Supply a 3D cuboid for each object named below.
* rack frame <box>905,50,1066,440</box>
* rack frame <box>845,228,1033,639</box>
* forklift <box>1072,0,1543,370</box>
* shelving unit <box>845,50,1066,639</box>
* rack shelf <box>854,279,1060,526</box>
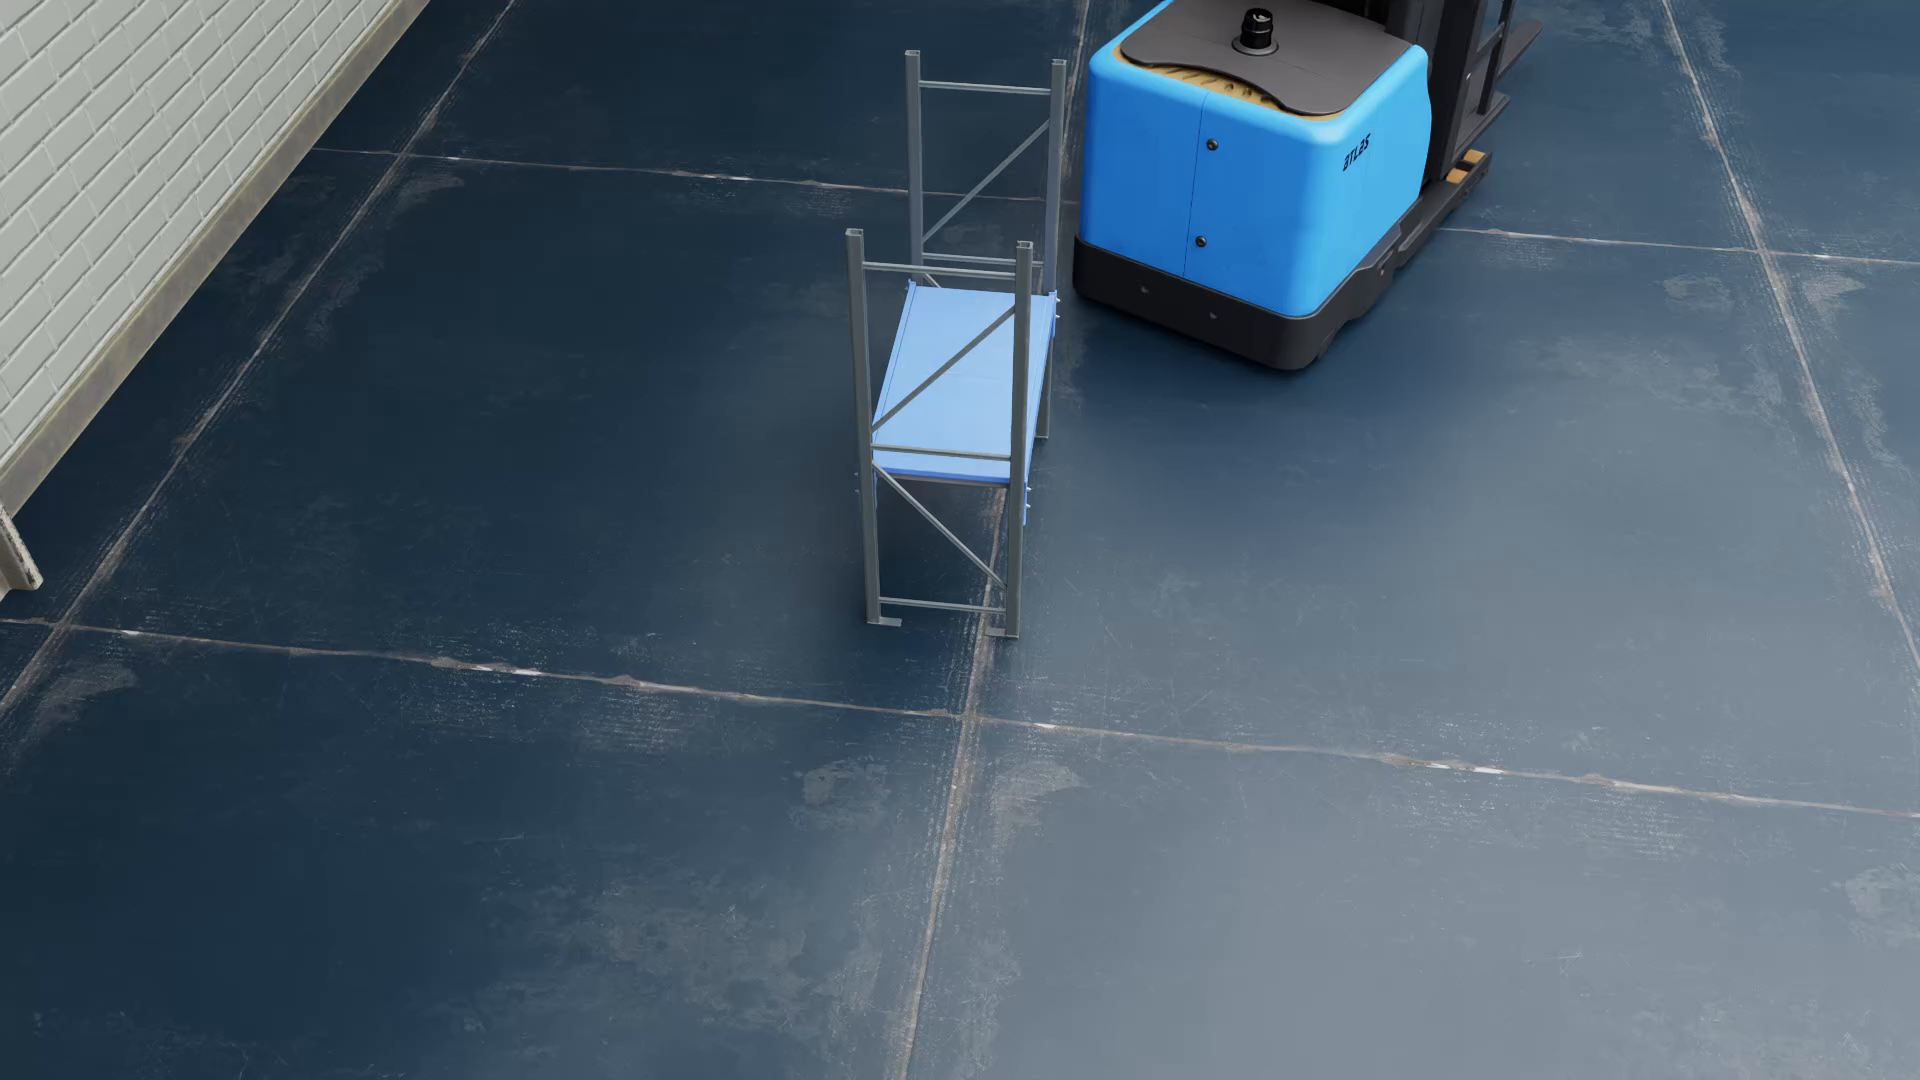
[{"bbox_3d":[0.078,-0.949,5.662,0.500,1.500,0.032,5,44,6],"label":"rack frame"},{"bbox_3d":[-0.056,-0.256,4.930,0.500,1.500,0.032,5,44,6],"label":"rack frame"},{"bbox_3d":[1.702,-2.691,6.460,1.130,2.935,3.031,25,49,24],"label":"forklift"},{"bbox_3d":[0.011,-0.603,5.296,0.538,1.500,1.048,5,44,6],"label":"shelving unit"},{"bbox_3d":[0.011,-0.472,5.419,0.538,0.185,1.000,5,44,6],"label":"rack shelf"}]
